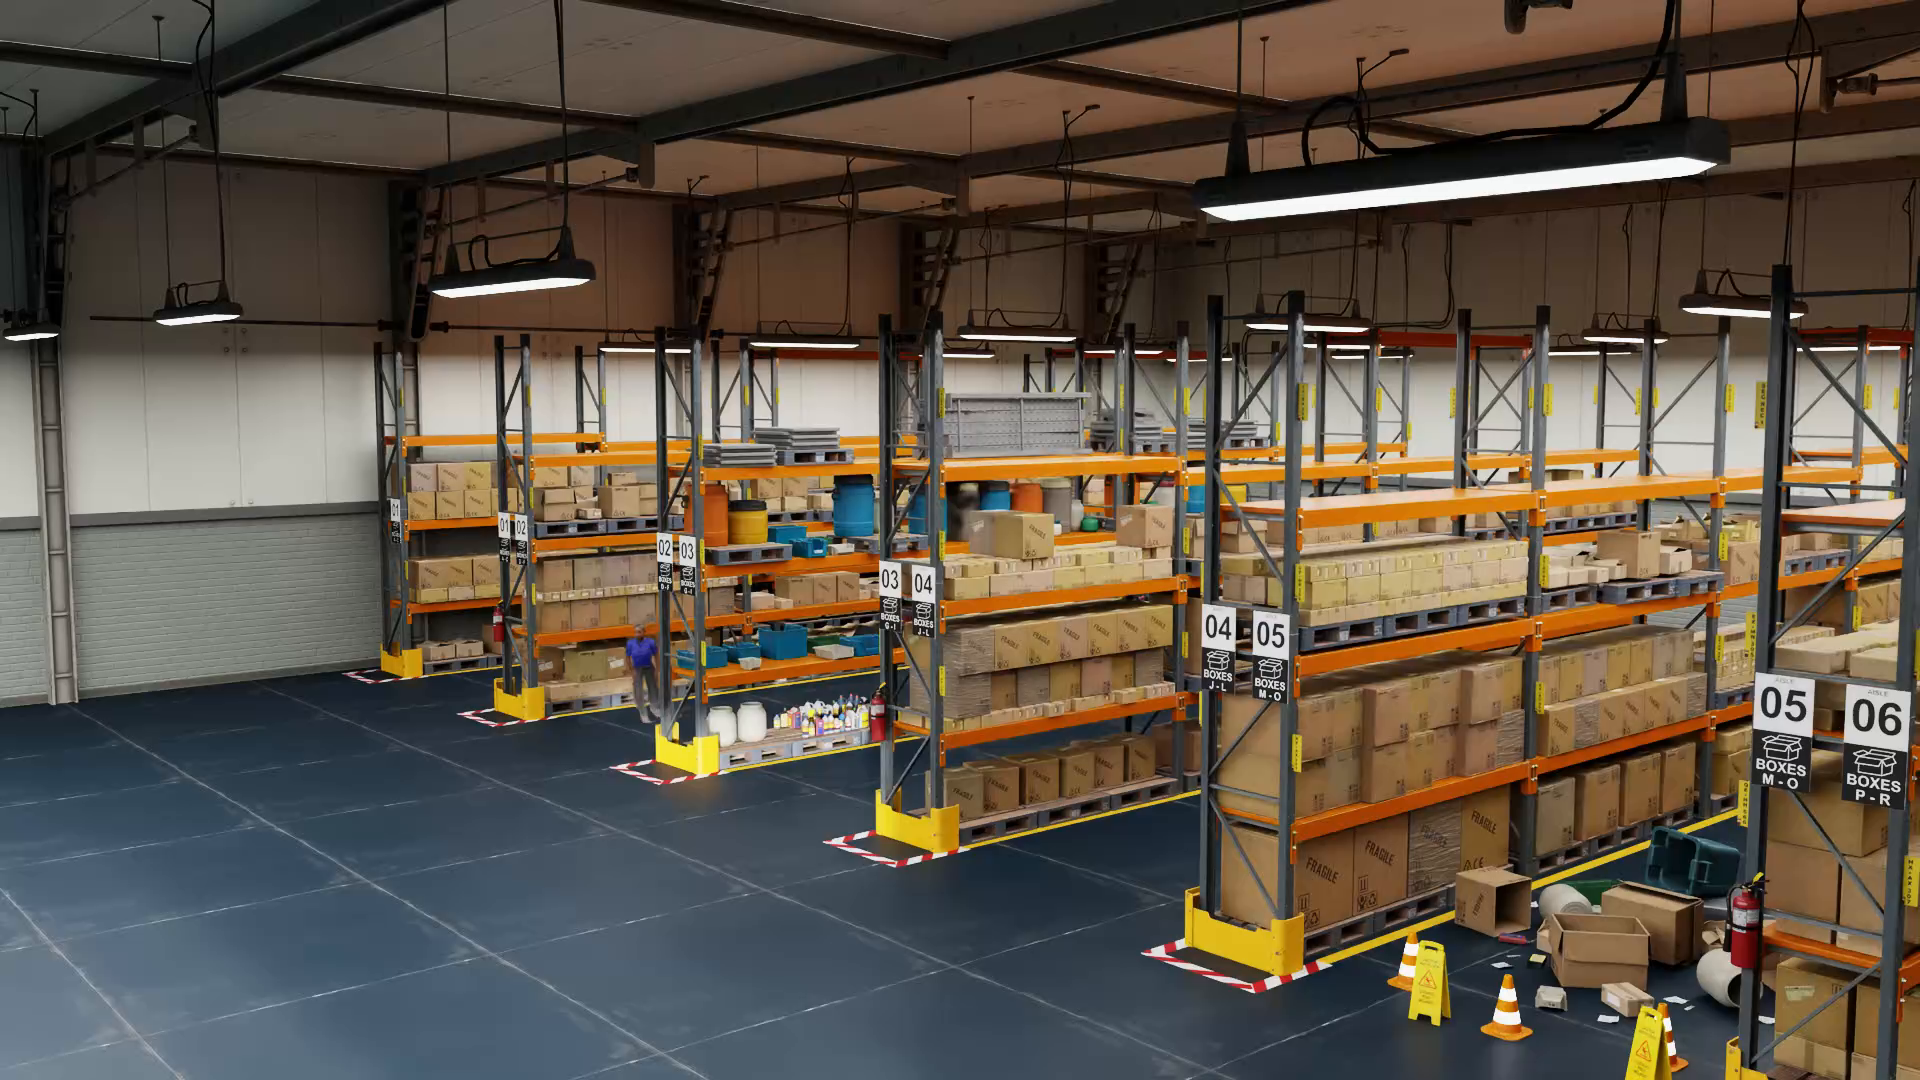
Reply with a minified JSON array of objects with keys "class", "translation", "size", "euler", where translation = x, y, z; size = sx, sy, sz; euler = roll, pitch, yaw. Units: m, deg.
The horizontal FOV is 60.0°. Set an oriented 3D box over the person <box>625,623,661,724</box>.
[{"class":"person","translation":[-4.890,2.045,25.745],"size":[0.570,1.588,0.718],"euler":[-1,5,-12]}]
